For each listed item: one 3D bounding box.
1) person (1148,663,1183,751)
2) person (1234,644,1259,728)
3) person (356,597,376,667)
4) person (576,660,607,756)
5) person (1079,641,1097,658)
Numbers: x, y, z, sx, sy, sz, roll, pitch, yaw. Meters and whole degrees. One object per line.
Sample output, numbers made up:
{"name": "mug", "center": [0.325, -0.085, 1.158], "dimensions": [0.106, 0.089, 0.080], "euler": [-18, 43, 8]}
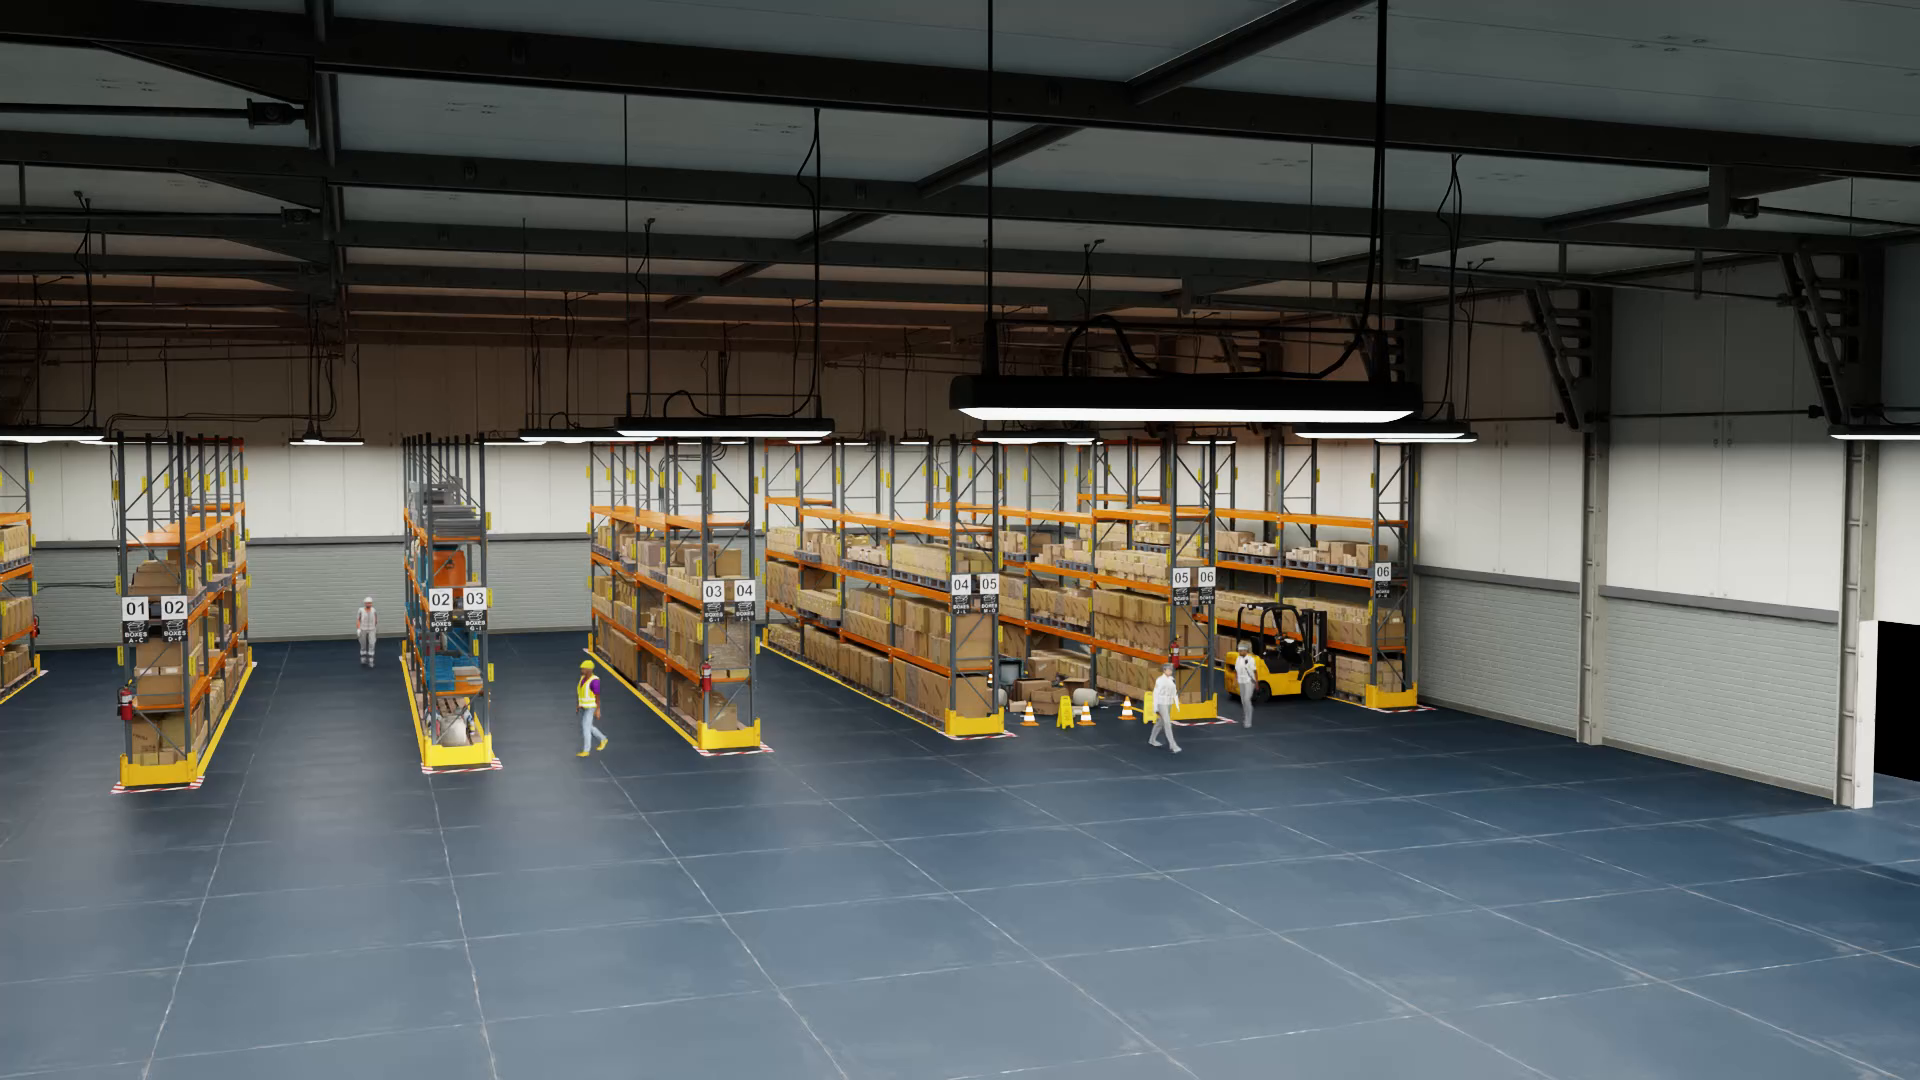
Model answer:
{"name": "person", "center": [3.933, 3.137, 31.554], "dimensions": [0.933, 1.621, 0.513], "euler": [2, 4, 38]}
{"name": "person", "center": [5.893, 2.995, 34.365], "dimensions": [0.625, 1.674, 0.570], "euler": [-3, 4, -40]}
{"name": "person", "center": [-15.604, 2.410, 43.761], "dimensions": [0.564, 1.803, 0.687], "euler": [-2, 4, -33]}
{"name": "person", "center": [-6.894, 3.115, 31.053], "dimensions": [0.769, 1.759, 0.571], "euler": [-3, 4, -40]}
{"name": "person", "center": [3.427, 2.433, 44.372], "dimensions": [0.651, 1.673, 0.789], "euler": [-1, 3, -17]}
